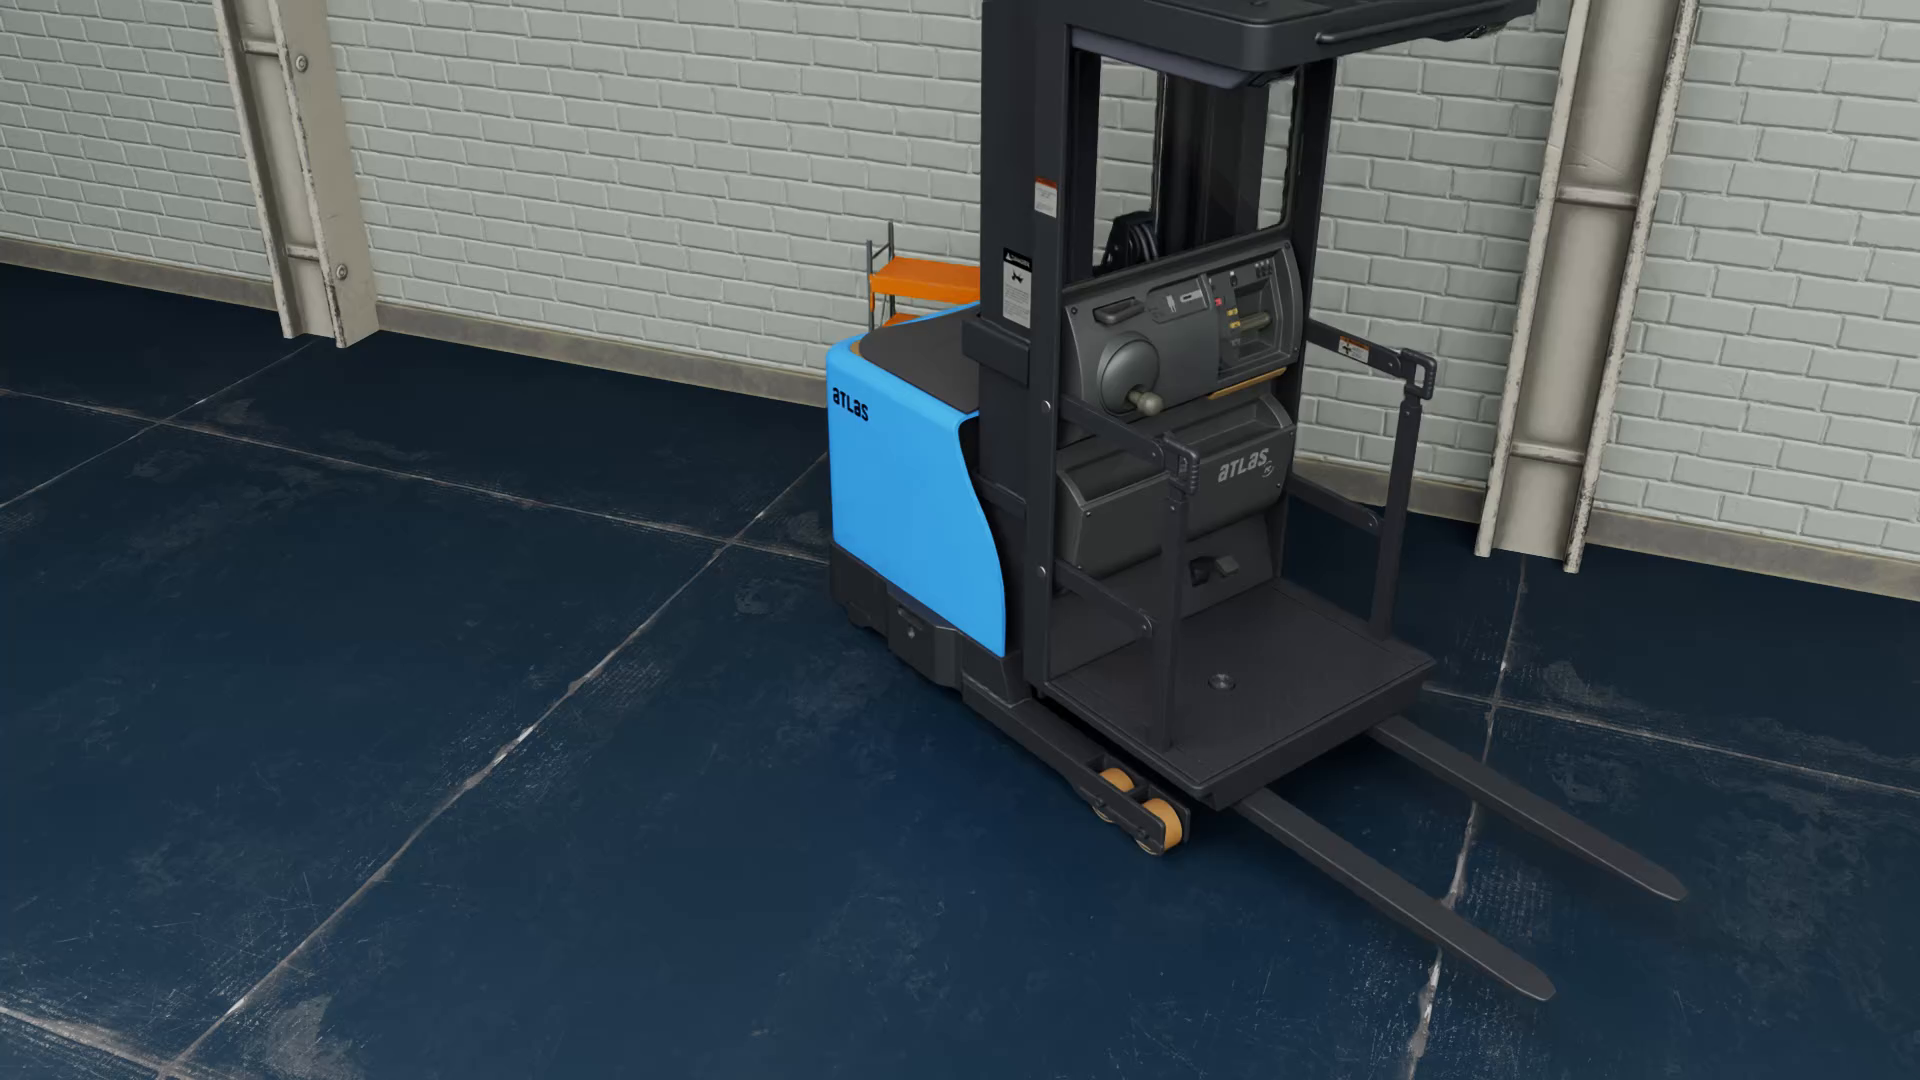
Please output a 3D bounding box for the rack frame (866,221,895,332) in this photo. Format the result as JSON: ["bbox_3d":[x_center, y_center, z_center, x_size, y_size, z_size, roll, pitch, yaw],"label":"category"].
[{"bbox_3d":[-0.310,-0.673,6.721,0.015,1.200,0.240,10,31,17],"label":"rack frame"}]

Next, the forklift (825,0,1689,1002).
[{"bbox_3d":[0.817,-0.598,4.829,1.130,2.935,3.031,-21,36,-32],"label":"forklift"}]

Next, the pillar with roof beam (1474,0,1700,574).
[{"bbox_3d":[0.677,-1.929,1.018,0.400,9.000,9.100,11,31,19],"label":"pillar with roof beam"}]

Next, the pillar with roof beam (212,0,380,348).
[{"bbox_3d":[-4.883,-3.039,2.981,0.400,9.000,9.100,11,31,19],"label":"pillar with roof beam"}]

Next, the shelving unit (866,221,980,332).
[{"bbox_3d":[-0.080,-0.631,6.648,0.503,1.200,0.258,10,31,17],"label":"shelving unit"}]

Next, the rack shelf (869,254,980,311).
[{"bbox_3d":[-0.080,-0.973,6.454,0.480,0.148,0.258,10,31,17],"label":"rack shelf"}]

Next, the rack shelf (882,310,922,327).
[{"bbox_3d":[-0.080,-0.768,6.571,0.480,0.148,0.258,10,31,17],"label":"rack shelf"}]
